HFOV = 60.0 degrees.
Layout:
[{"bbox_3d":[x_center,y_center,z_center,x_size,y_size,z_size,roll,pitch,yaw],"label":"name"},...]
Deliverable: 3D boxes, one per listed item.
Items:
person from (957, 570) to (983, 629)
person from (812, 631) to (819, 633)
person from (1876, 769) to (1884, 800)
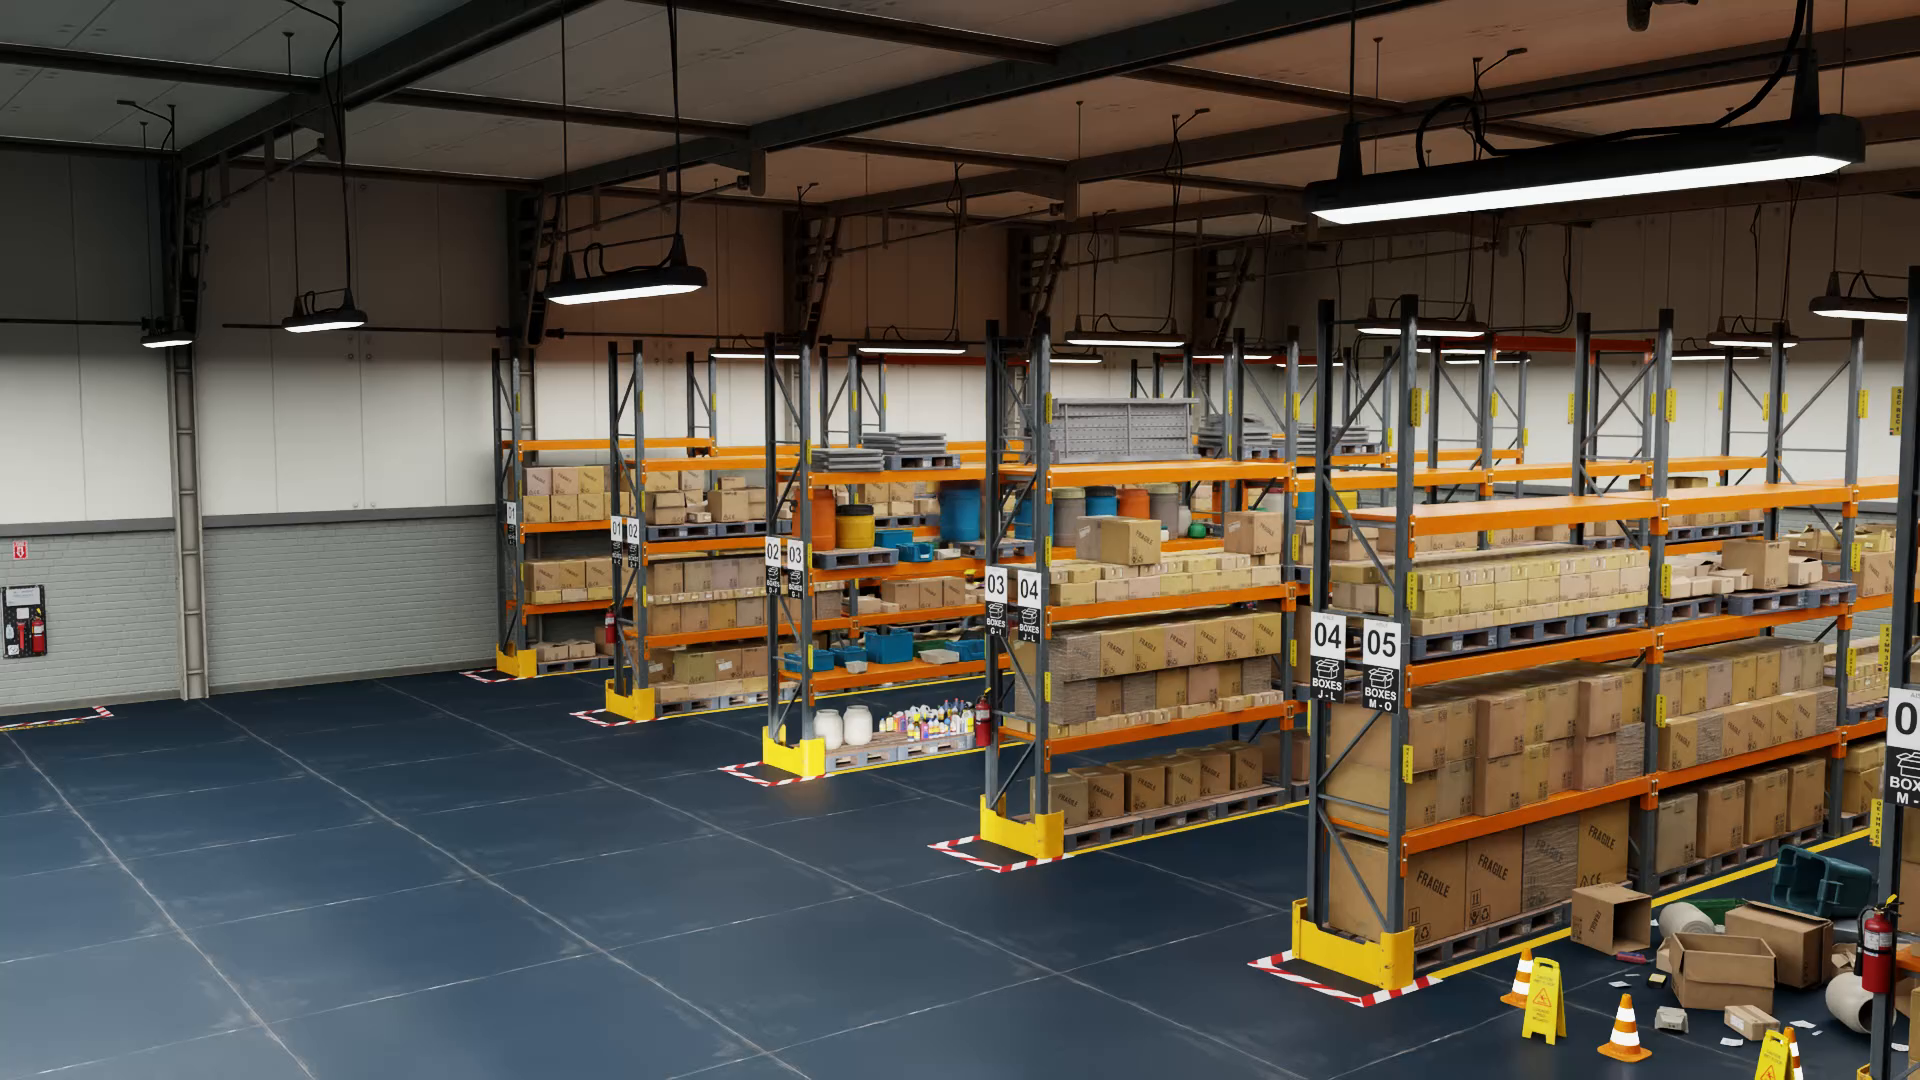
[{"bbox_3d":[0.102,1.413,32.871,1.065,1.718,0.548,-3,6,-34],"label":"person"},{"bbox_3d":[-2.769,1.569,31.317,0.689,1.682,0.599,-5,7,-44],"label":"person"},{"bbox_3d":[10.013,2.819,17.447,0.686,1.686,0.584,2,5,23],"label":"person"}]
